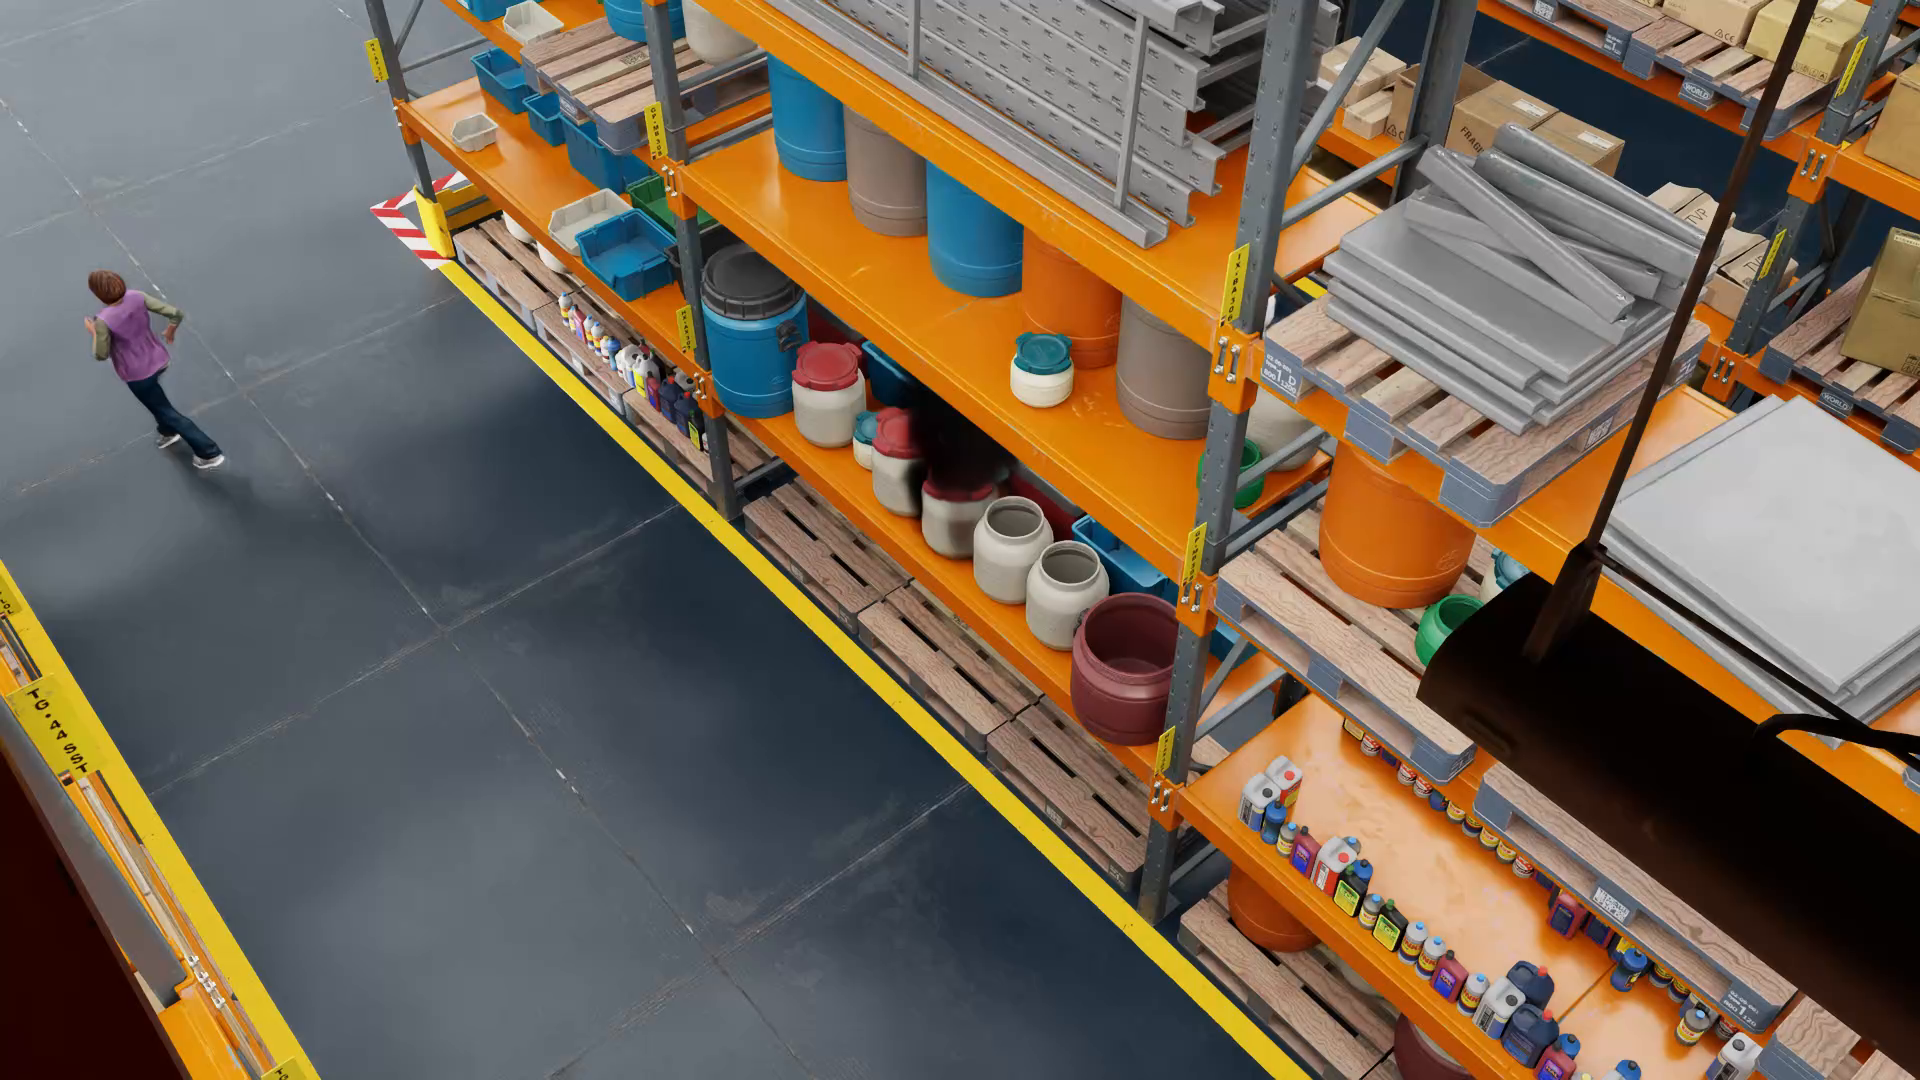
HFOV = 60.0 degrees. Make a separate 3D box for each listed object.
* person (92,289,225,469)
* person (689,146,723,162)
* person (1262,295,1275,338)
[{"bbox_3d":[-5.305,-1.030,11.005,0.695,1.422,0.510,14,48,13],"label":"person"},{"bbox_3d":[-2.180,-3.589,13.282,0.541,1.402,0.611,22,50,20],"label":"person"},{"bbox_3d":[1.821,-1.022,10.743,0.667,1.820,0.871,-36,56,-29],"label":"person"}]
